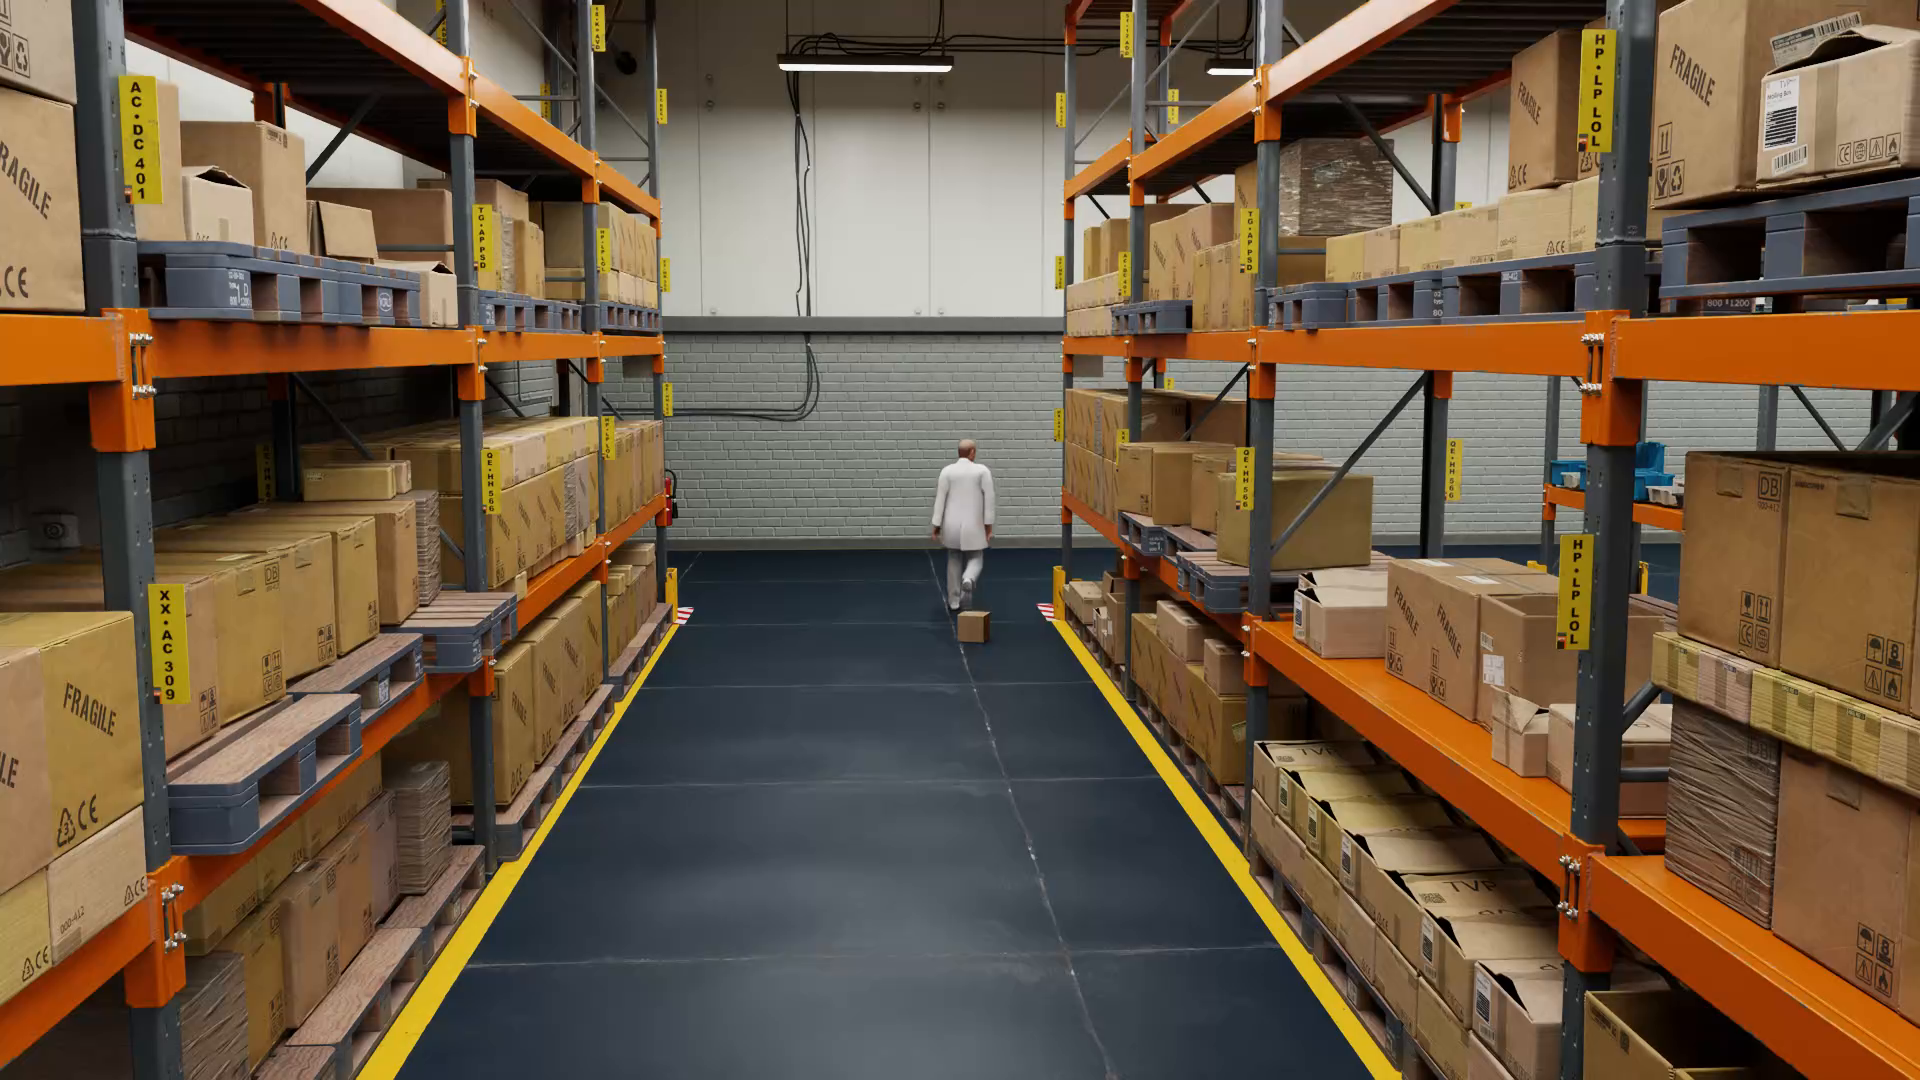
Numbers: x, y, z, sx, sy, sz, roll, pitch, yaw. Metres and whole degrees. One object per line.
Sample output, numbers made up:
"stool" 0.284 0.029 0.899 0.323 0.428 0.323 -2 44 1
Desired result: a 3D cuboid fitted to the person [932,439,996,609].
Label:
"person" 0.030 -0.150 17.025 0.669 1.750 0.831 1 7 8
